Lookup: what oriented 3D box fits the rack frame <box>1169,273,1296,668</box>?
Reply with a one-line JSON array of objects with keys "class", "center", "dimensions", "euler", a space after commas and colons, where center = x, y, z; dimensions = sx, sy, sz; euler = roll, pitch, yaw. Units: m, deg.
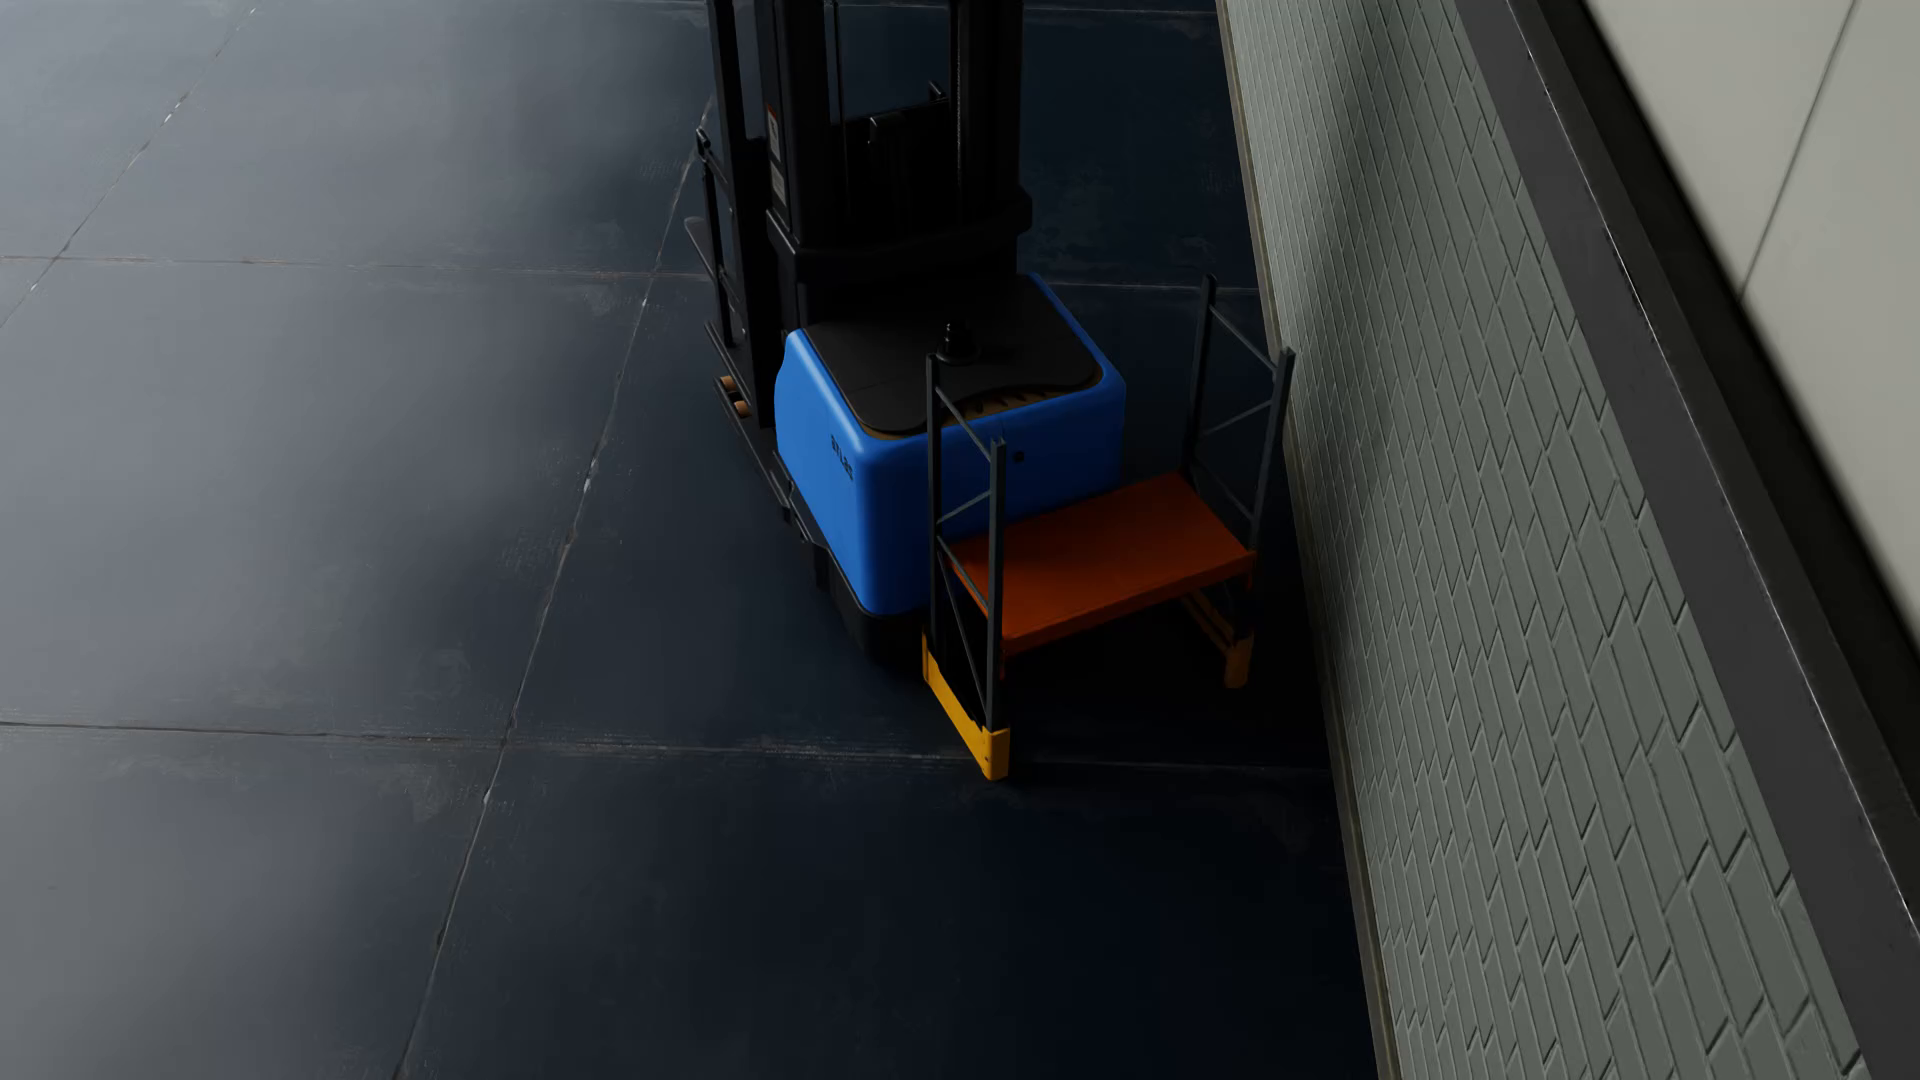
[{"class": "rack frame", "center": [0.931, -0.185, 5.883], "dimensions": [0.032, 1.500, 0.500], "euler": [-18, 46, -19]}]

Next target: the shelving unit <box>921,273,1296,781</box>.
[{"class": "shelving unit", "center": [0.465, -0.032, 5.719], "dimensions": [1.083, 1.500, 0.587], "euler": [-18, 46, -19]}]

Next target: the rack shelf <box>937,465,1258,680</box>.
[{"class": "rack shelf", "center": [0.473, 0.097, 5.844], "dimensions": [1.000, 0.185, 0.538], "euler": [-18, 46, -19]}]

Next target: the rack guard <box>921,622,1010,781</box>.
[{"class": "rack guard", "center": [0.016, 0.573, 5.987], "dimensions": [0.087, 0.250, 0.587], "euler": [-18, 46, -19]}]

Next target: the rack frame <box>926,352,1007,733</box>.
[{"class": "rack frame", "center": [0.015, 0.116, 5.560], "dimensions": [0.032, 1.500, 0.500], "euler": [-18, 46, -19]}]

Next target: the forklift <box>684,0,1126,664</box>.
[{"class": "forklift", "center": [-0.444, -1.626, 6.380], "dimensions": [1.130, 2.935, 3.031], "euler": [-16, 45, -17]}]

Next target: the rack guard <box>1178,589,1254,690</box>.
[{"class": "rack guard", "center": [0.913, 0.278, 6.303], "dimensions": [0.087, 0.250, 0.587], "euler": [-18, 46, -19]}]
